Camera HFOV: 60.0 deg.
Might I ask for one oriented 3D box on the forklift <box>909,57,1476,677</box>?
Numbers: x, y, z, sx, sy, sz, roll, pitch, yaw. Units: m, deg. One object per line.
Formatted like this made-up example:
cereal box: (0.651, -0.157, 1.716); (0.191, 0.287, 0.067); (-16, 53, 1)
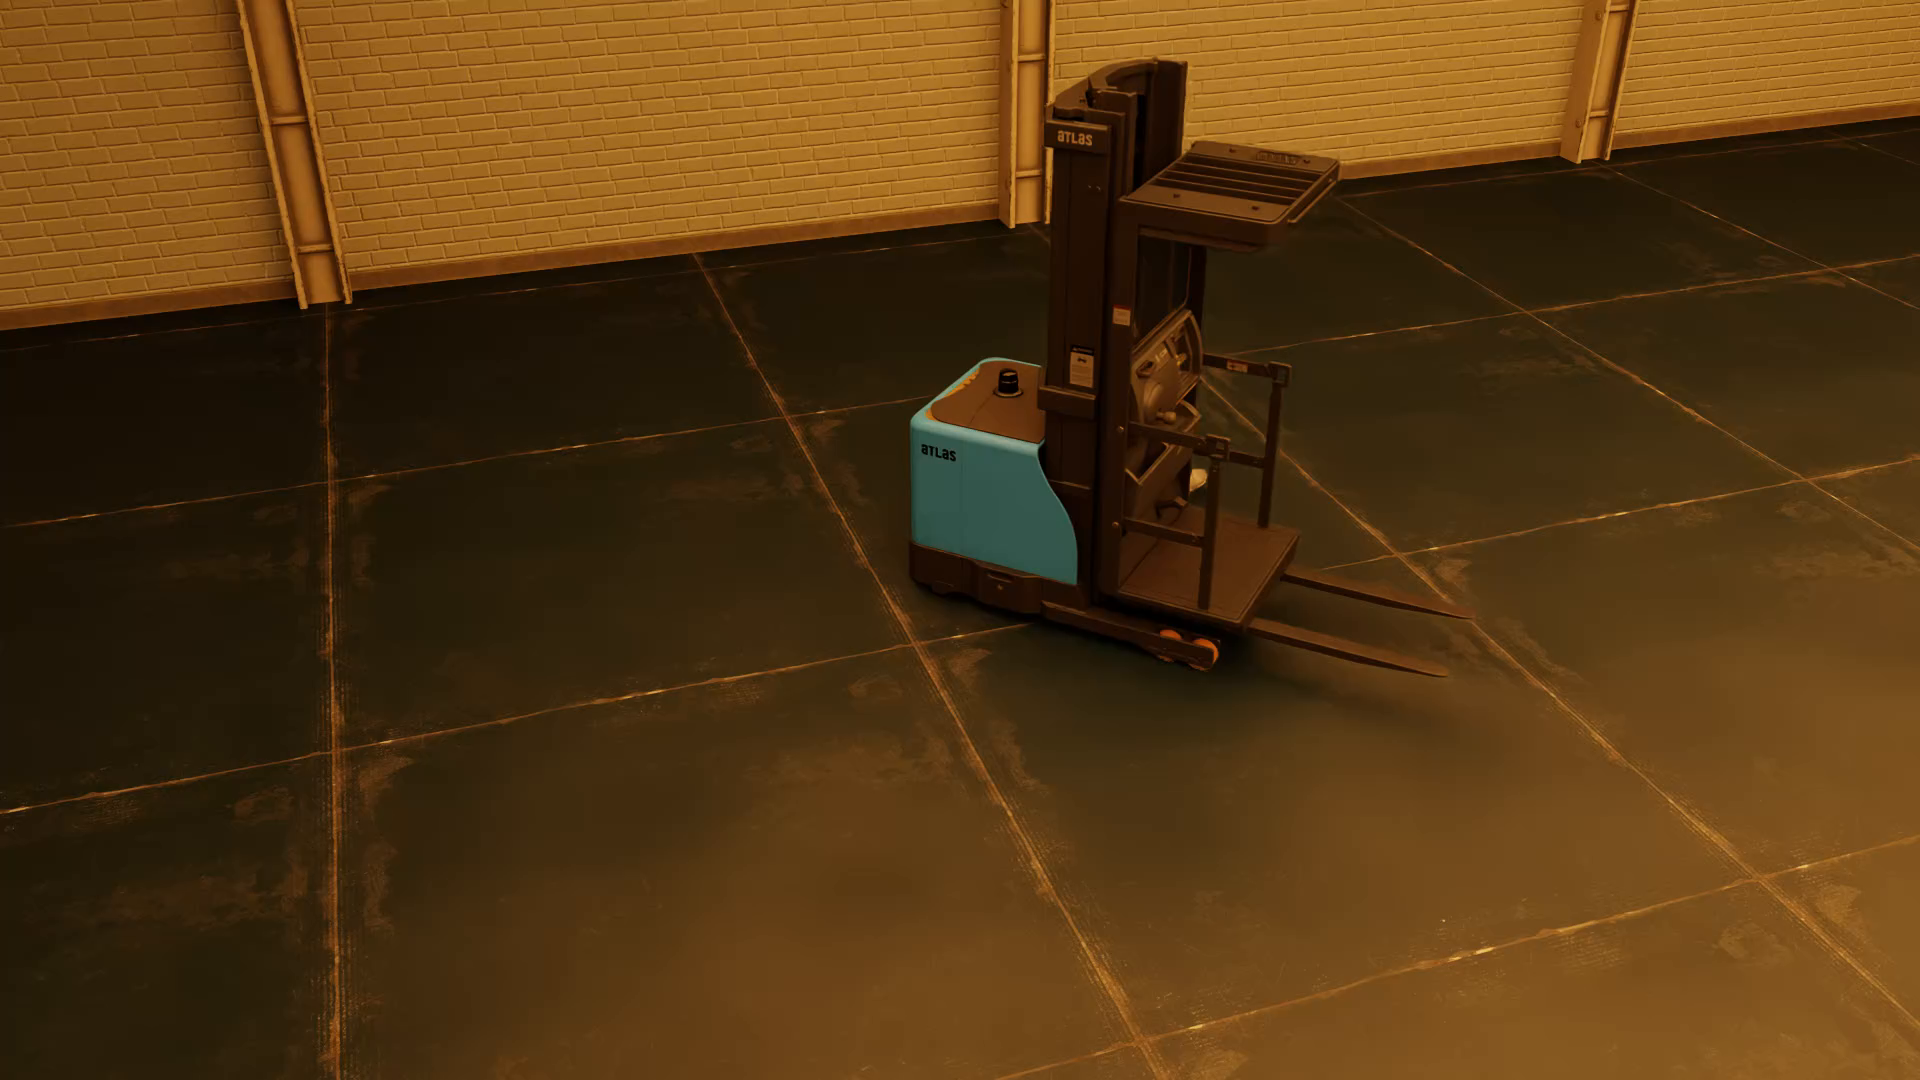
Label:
forklift: (1.261, -0.882, 8.619); (3.031, 2.935, 1.130); (14, 33, 23)

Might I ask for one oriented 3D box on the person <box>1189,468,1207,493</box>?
person: (1.176, -0.870, 9.940); (0.662, 1.624, 0.877); (16, 33, 25)
